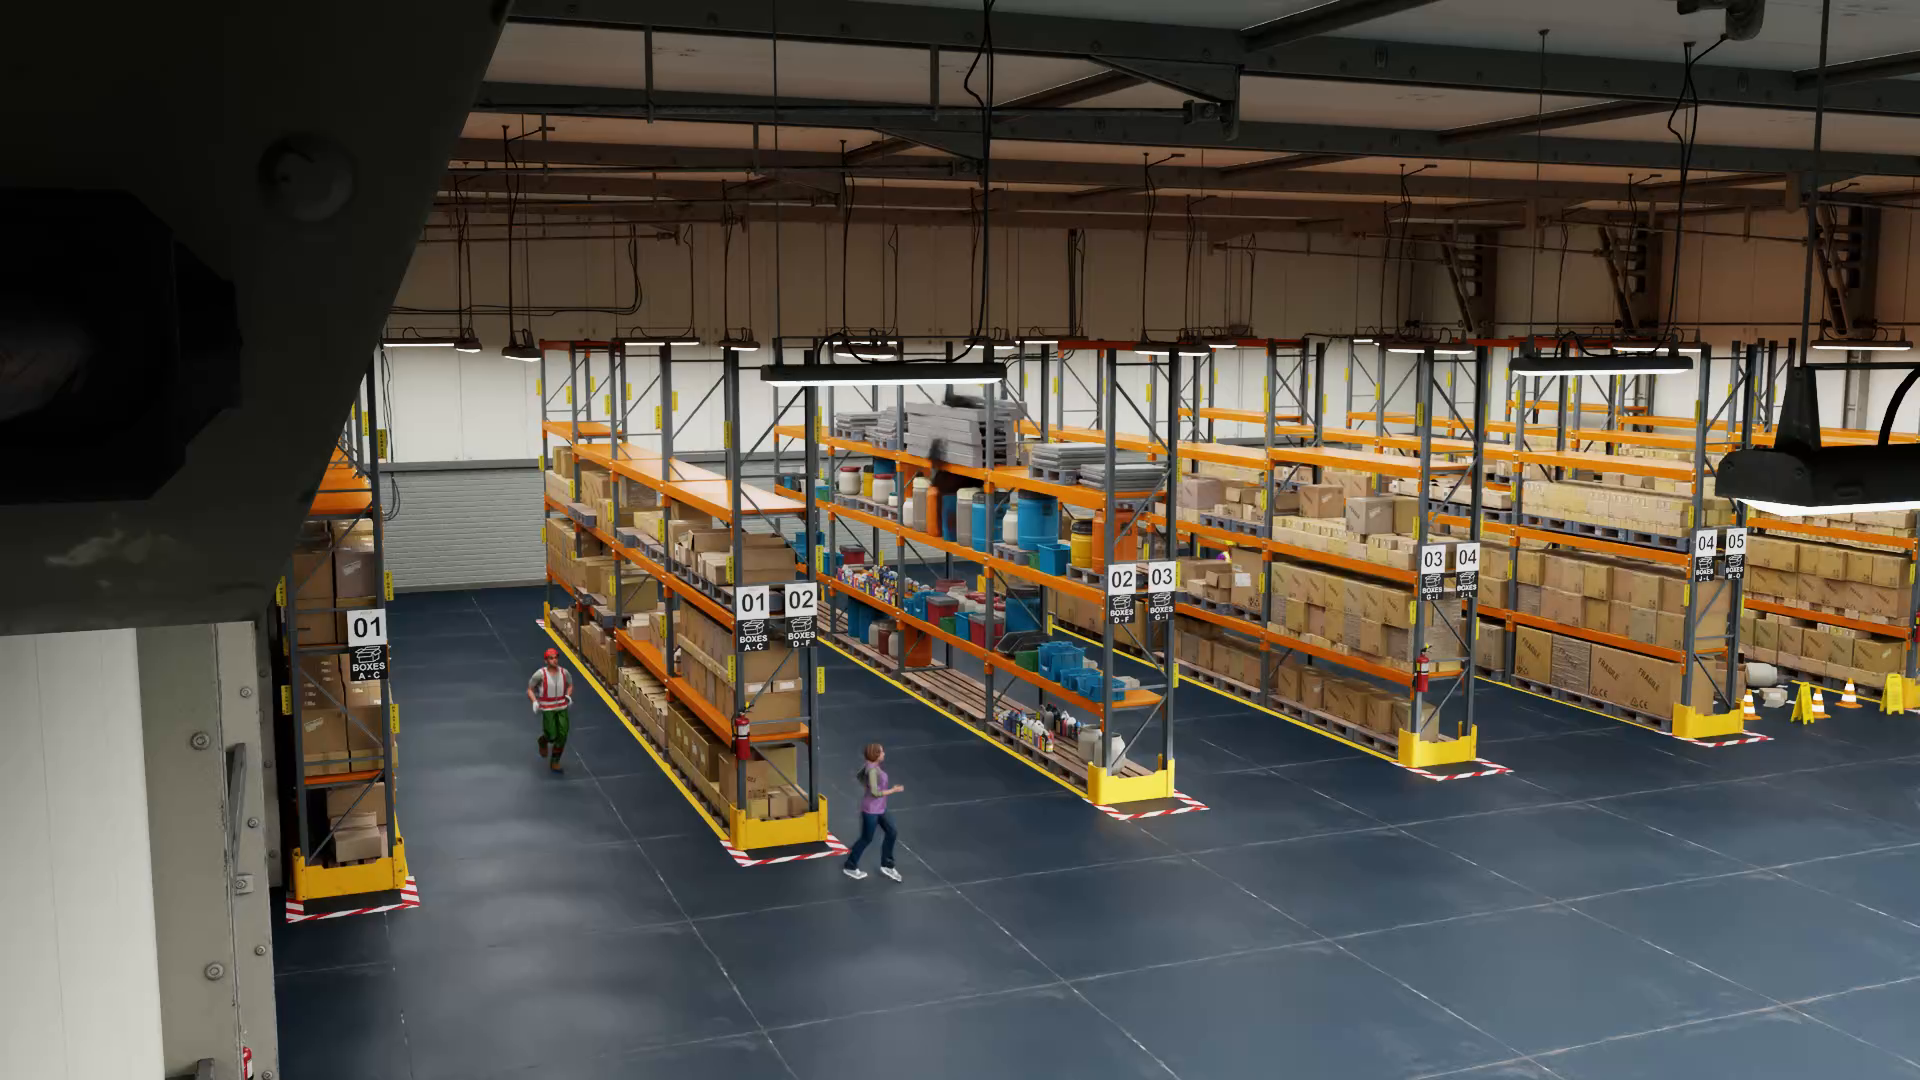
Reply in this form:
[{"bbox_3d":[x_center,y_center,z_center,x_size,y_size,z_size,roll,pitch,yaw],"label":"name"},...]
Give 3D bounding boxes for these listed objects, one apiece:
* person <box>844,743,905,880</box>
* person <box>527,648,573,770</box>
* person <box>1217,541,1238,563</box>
[{"bbox_3d":[-0.971,3.090,18.846,0.699,1.632,0.539,1,7,7],"label":"person"},{"bbox_3d":[-5.792,2.401,23.681,0.658,1.738,0.601,-5,9,-34],"label":"person"},{"bbox_3d":[5.737,0.861,35.338,0.724,1.782,0.865,-3,8,-20],"label":"person"}]
